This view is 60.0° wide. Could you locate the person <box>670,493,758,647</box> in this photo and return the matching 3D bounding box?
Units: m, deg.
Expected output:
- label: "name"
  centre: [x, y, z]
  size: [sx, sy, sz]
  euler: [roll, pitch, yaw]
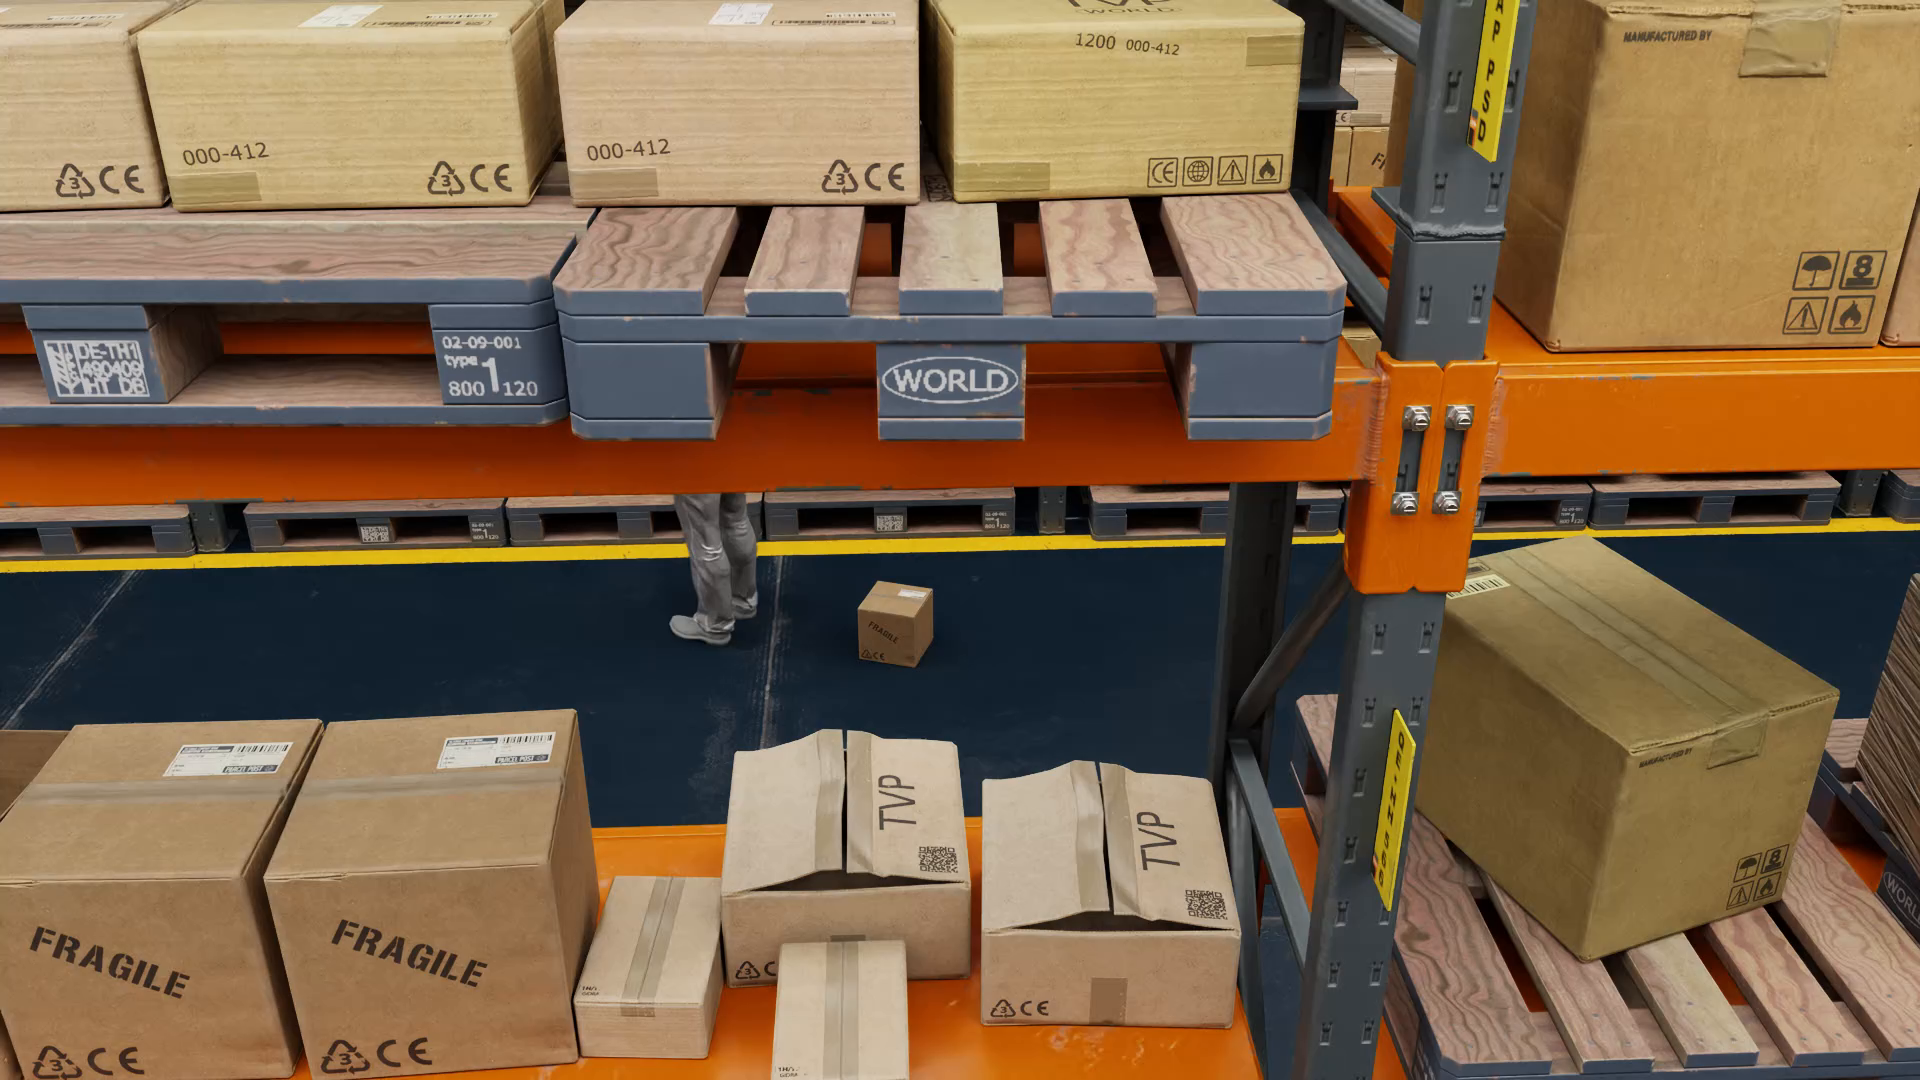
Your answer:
- label: "person"
  centre: [-1.057, -0.414, 6.892]
  size: [0.424, 1.772, 0.565]
  euler: [19, 33, 32]
